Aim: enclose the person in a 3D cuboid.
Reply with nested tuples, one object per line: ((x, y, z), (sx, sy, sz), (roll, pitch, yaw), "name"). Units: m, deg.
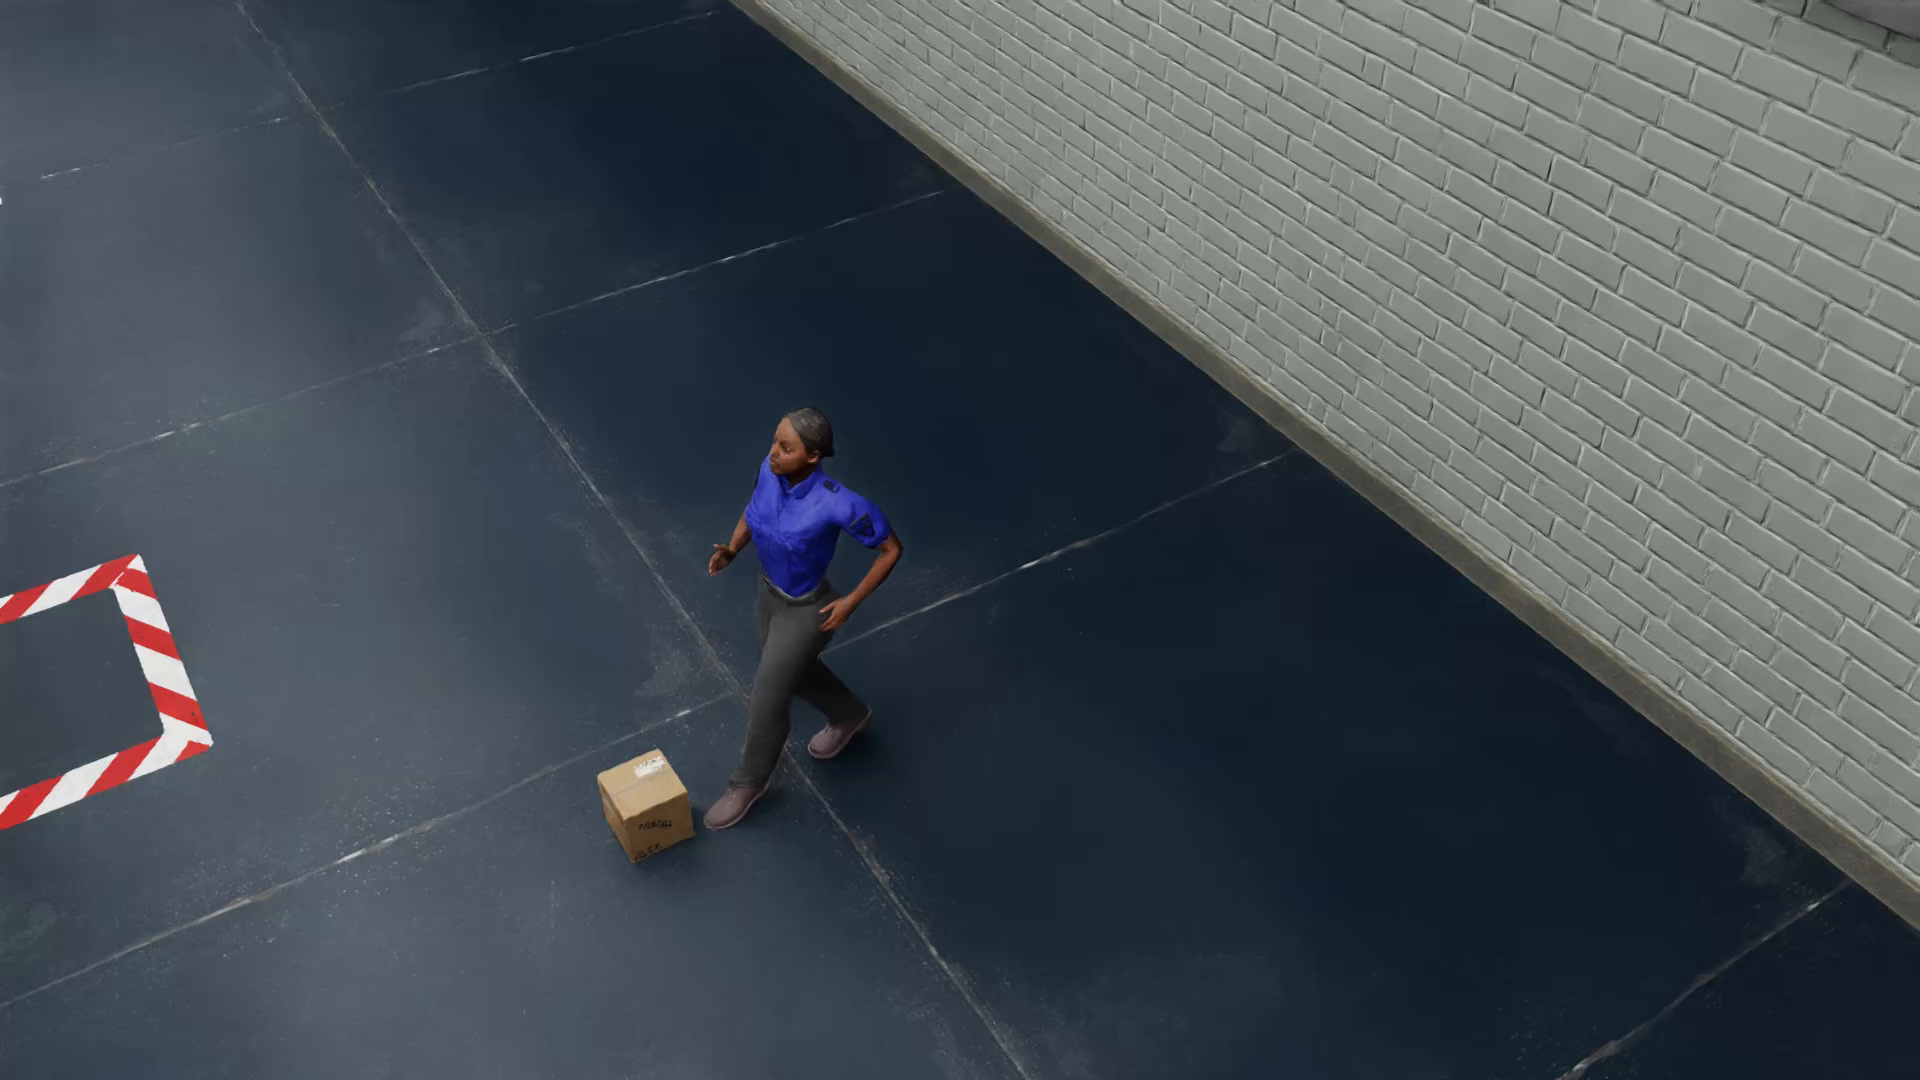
((-0.658, 0.264, 5.872), (0.795, 1.635, 0.535), (-22, 45, -23), "person")
